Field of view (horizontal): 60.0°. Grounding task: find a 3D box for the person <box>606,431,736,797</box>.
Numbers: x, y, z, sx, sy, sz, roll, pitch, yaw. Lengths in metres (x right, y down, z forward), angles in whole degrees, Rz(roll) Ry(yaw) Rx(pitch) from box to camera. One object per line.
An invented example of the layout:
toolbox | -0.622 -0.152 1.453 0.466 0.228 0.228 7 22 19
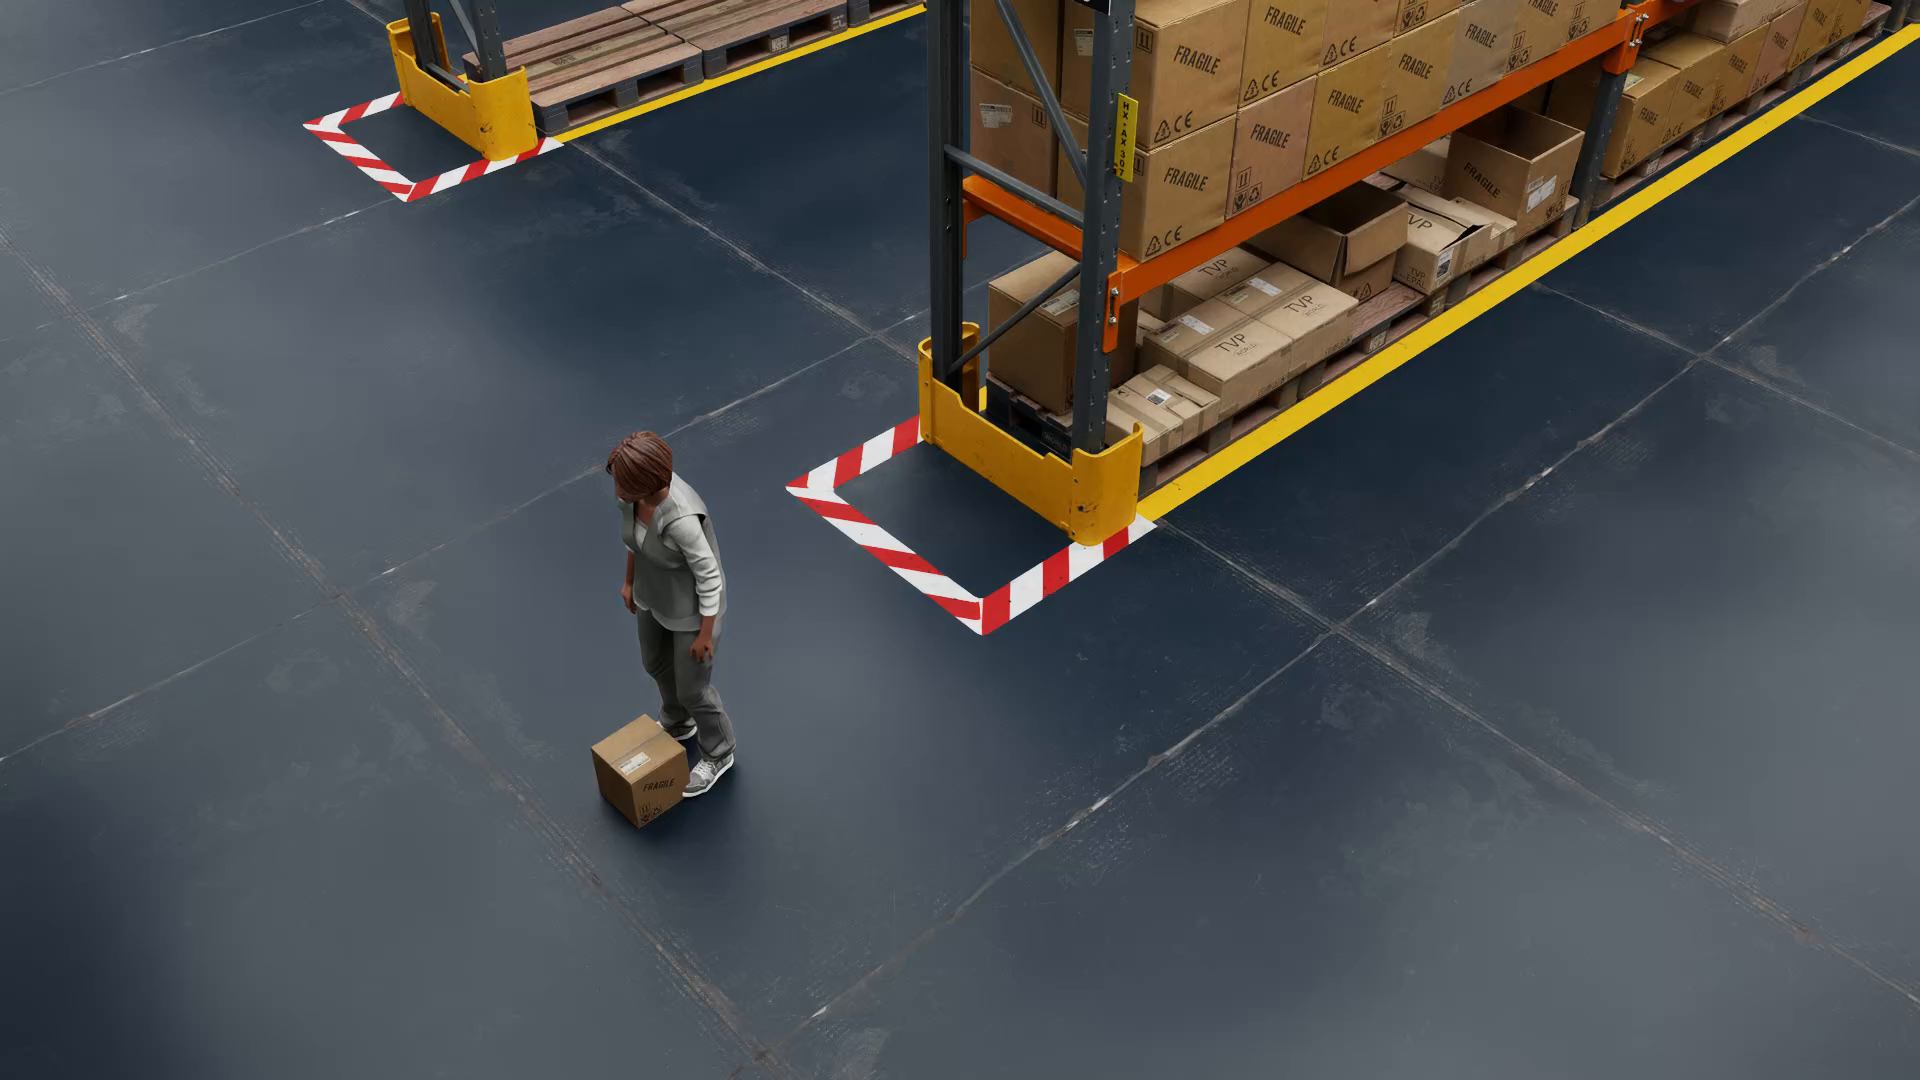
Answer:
person | -1.011 0.241 5.880 0.484 1.594 0.340 33 50 32
